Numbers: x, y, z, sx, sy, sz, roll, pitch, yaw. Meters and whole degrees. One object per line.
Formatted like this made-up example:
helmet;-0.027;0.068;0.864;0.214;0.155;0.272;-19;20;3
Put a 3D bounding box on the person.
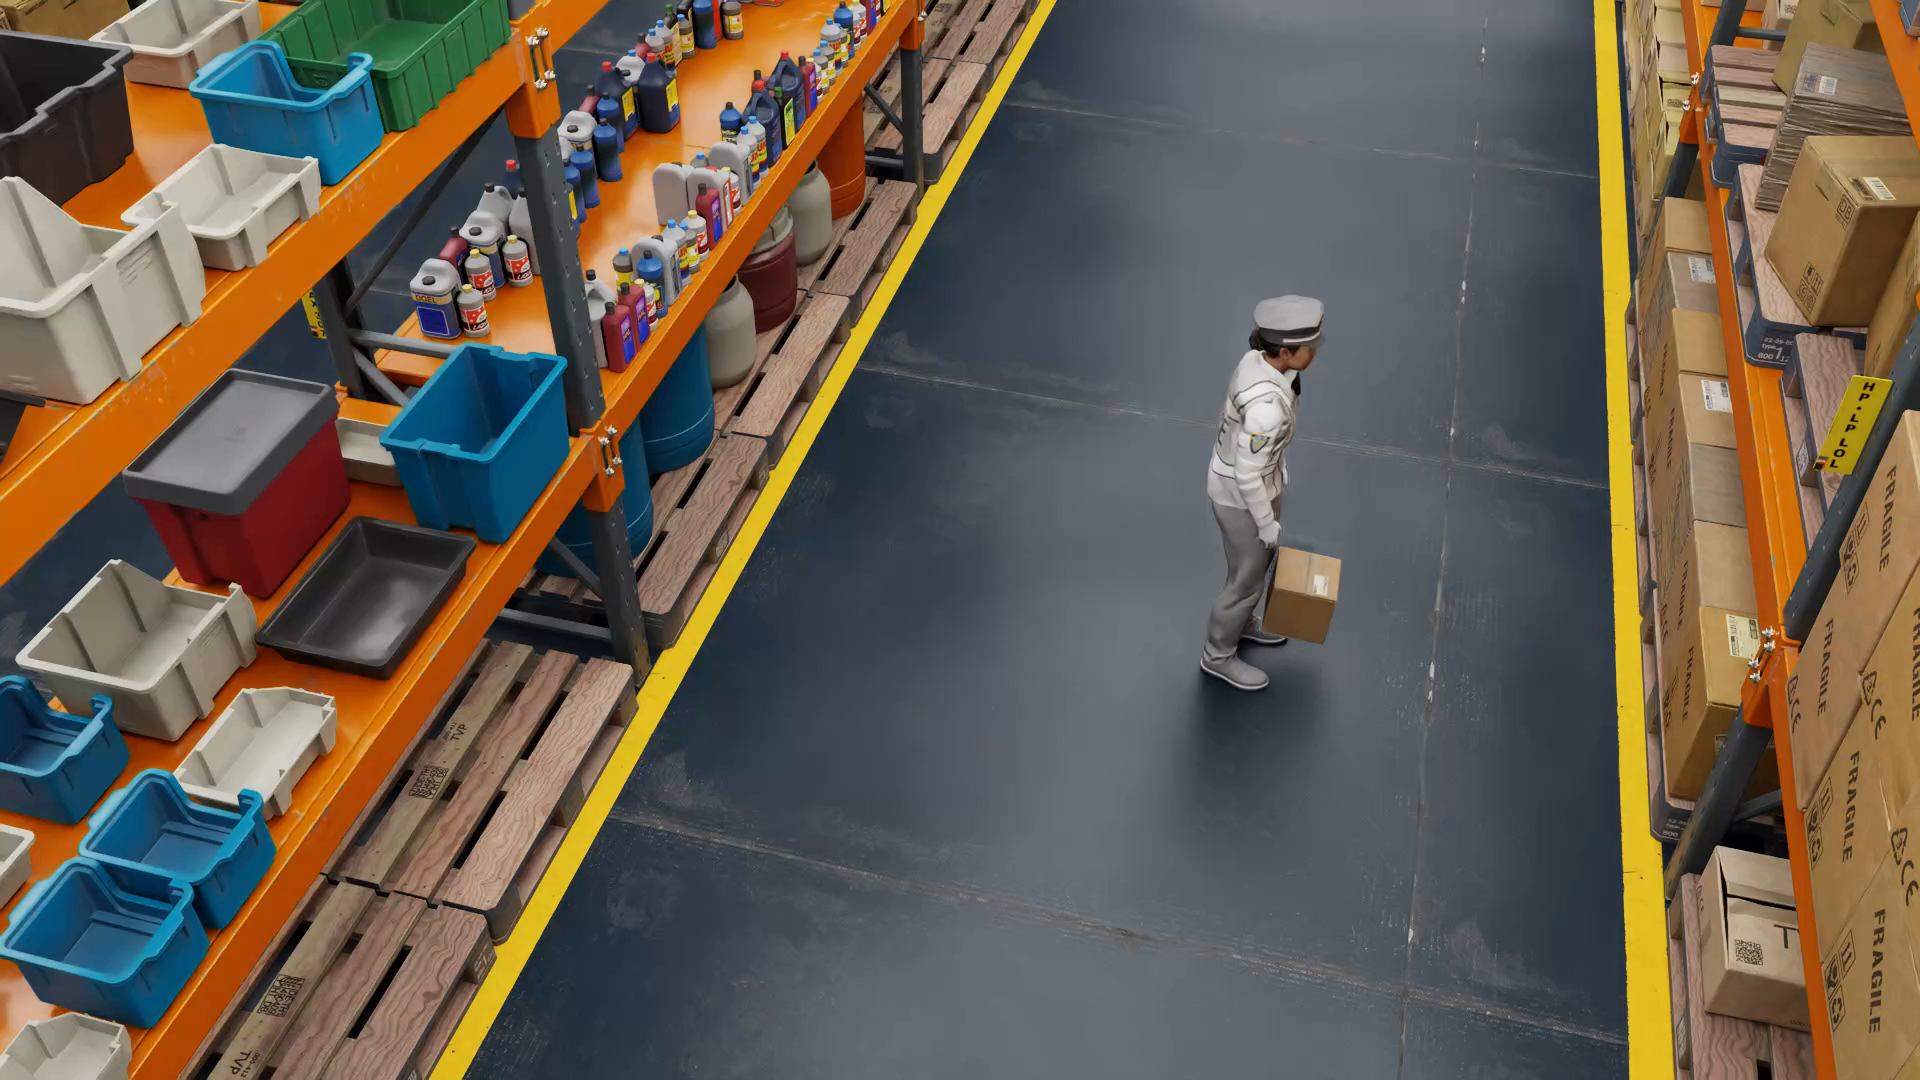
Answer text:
person;1.148;-0.186;6.365;0.411;1.668;0.511;9;42;10
